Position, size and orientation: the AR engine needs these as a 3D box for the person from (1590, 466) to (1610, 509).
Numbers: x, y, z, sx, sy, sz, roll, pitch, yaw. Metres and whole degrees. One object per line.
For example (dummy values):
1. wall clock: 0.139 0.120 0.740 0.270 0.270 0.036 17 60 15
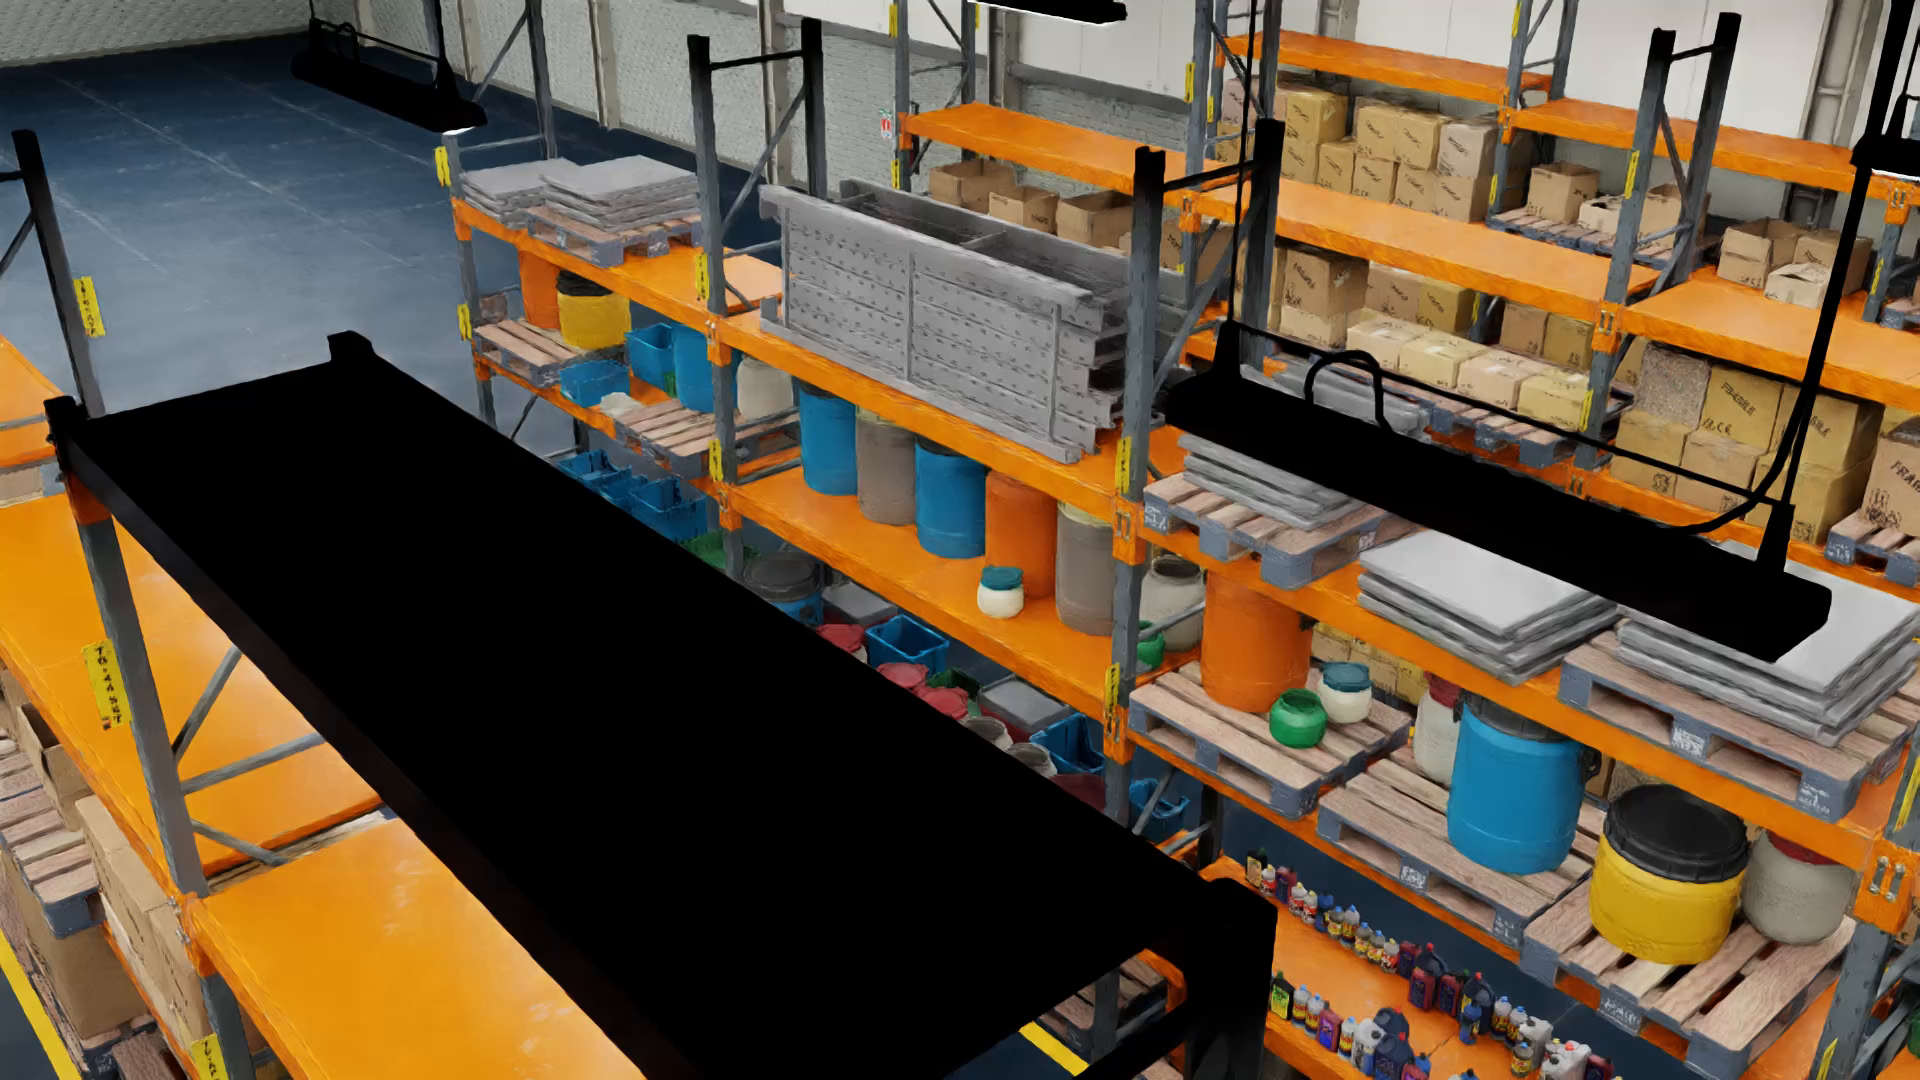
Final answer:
1. person: 5.812 0.055 15.552 0.598 1.698 1.193 -20 33 -34
